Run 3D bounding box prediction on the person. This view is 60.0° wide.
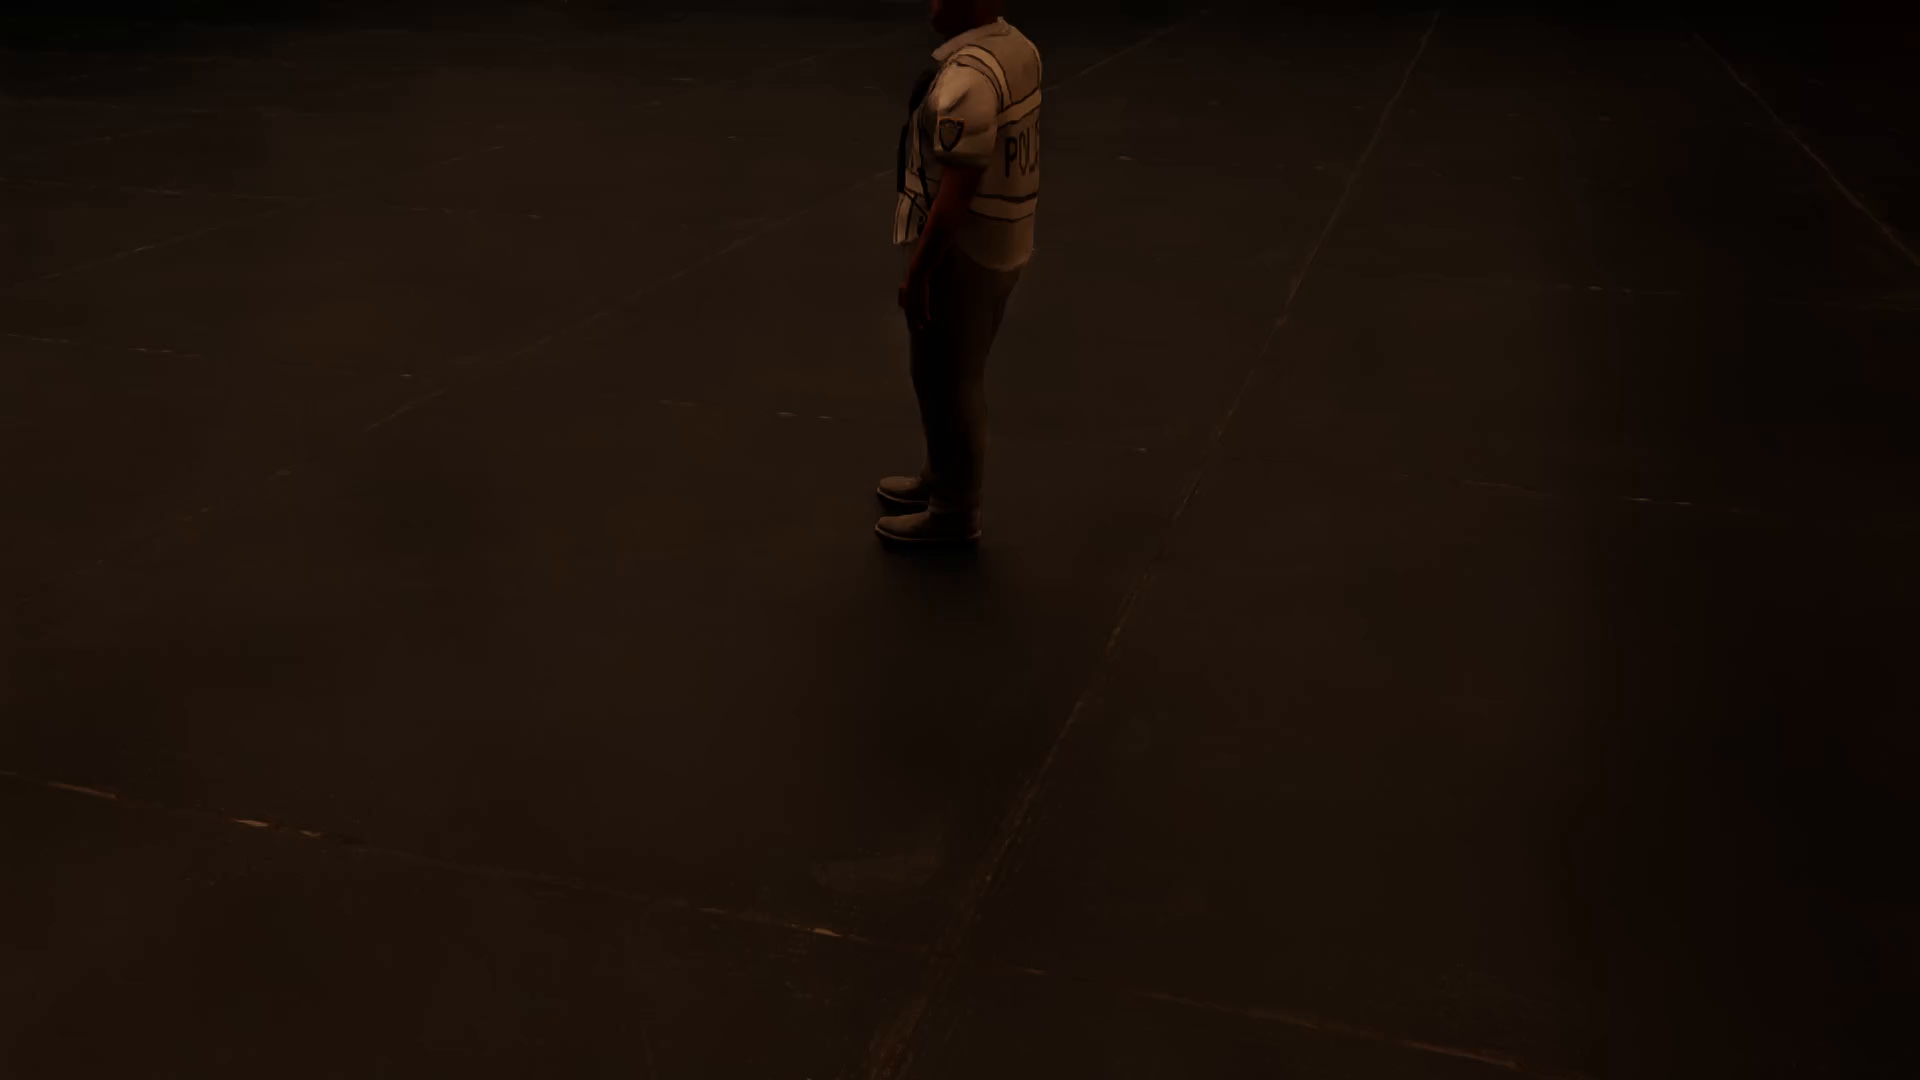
[{"bbox_3d":[-0.071,-0.844,4.810,0.574,1.781,0.640,7,23,16],"label":"person"}]
